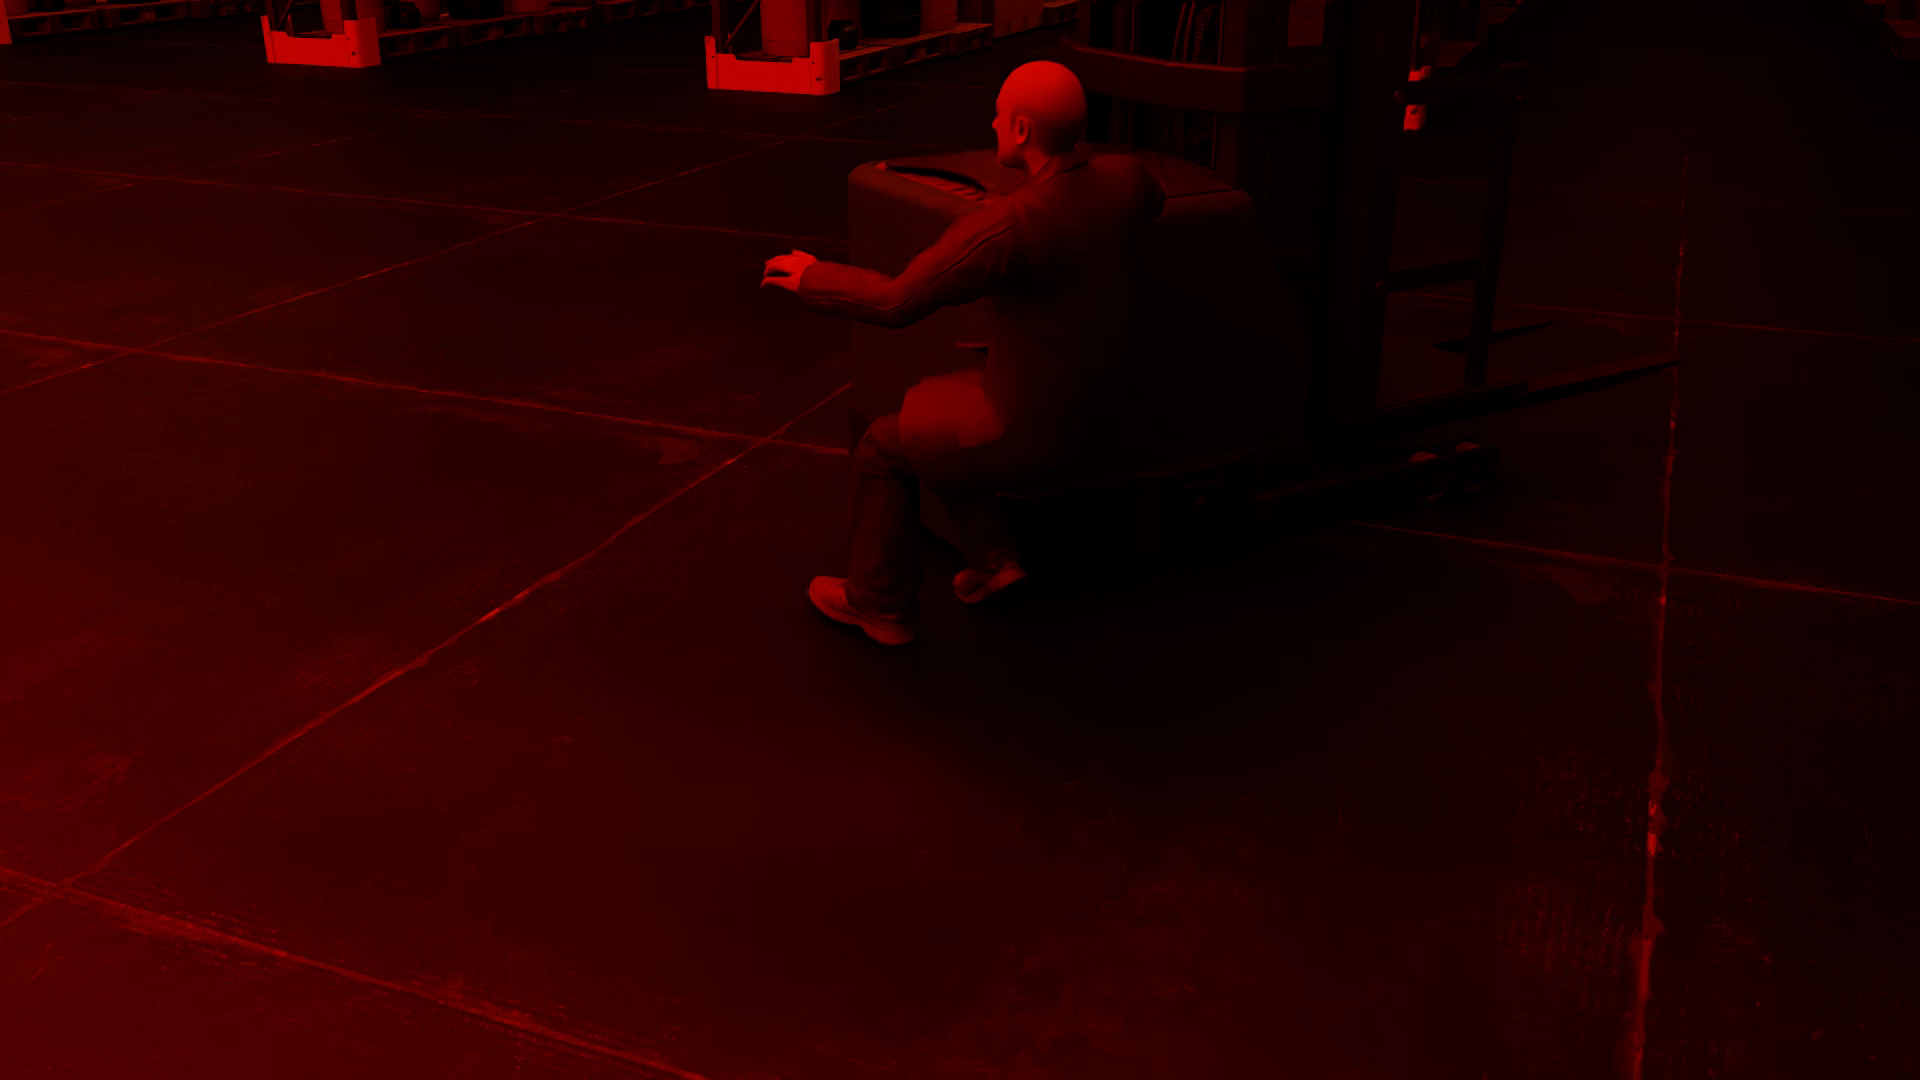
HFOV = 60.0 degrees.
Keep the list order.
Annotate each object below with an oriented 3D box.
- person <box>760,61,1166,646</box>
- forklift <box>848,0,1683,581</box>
[{"bbox_3d":[-0.015,-0.432,4.161,0.903,1.527,1.017,12,26,27],"label":"person"},{"bbox_3d":[1.180,-1.634,5.202,3.031,2.935,1.130,-12,26,-27],"label":"forklift"}]
